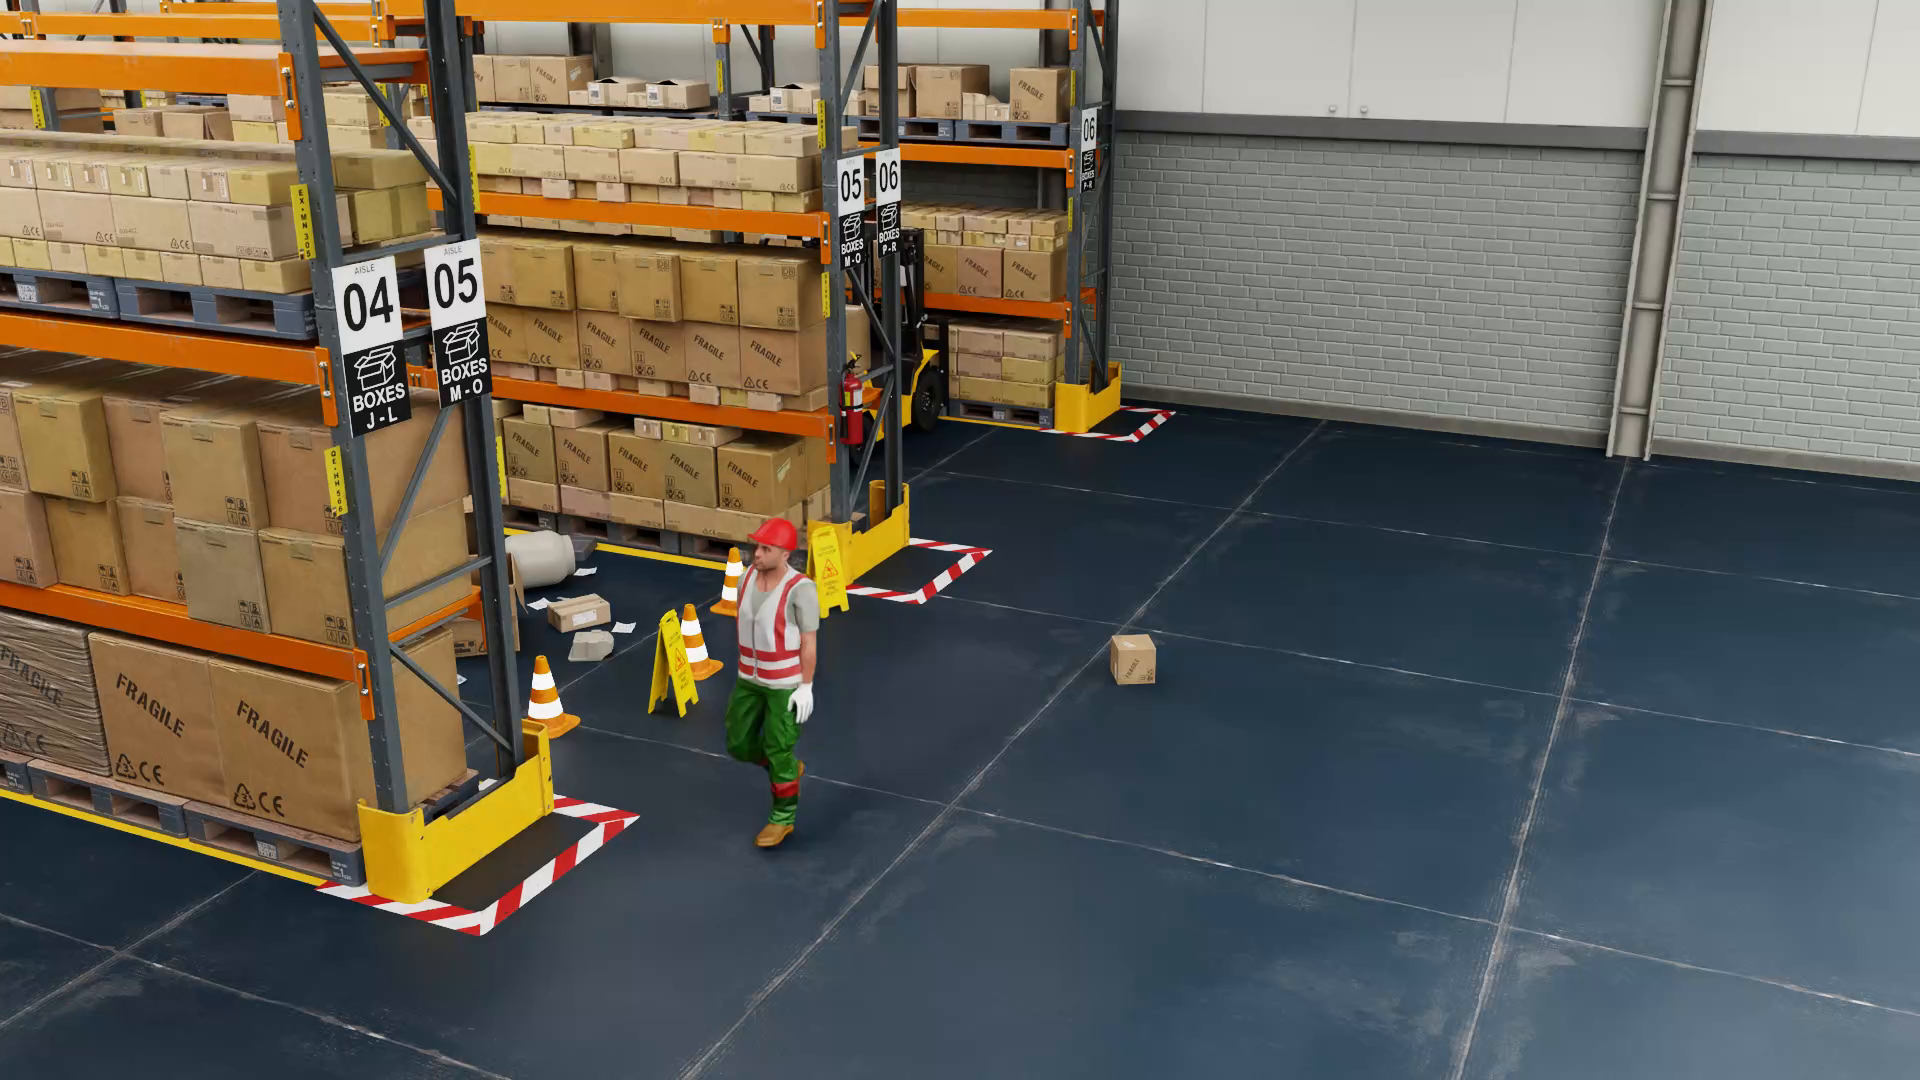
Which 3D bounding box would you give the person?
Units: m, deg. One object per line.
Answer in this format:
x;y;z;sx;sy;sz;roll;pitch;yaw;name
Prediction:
-0.970;0.730;8.815;0.542;1.782;0.550;12;22;32;person
